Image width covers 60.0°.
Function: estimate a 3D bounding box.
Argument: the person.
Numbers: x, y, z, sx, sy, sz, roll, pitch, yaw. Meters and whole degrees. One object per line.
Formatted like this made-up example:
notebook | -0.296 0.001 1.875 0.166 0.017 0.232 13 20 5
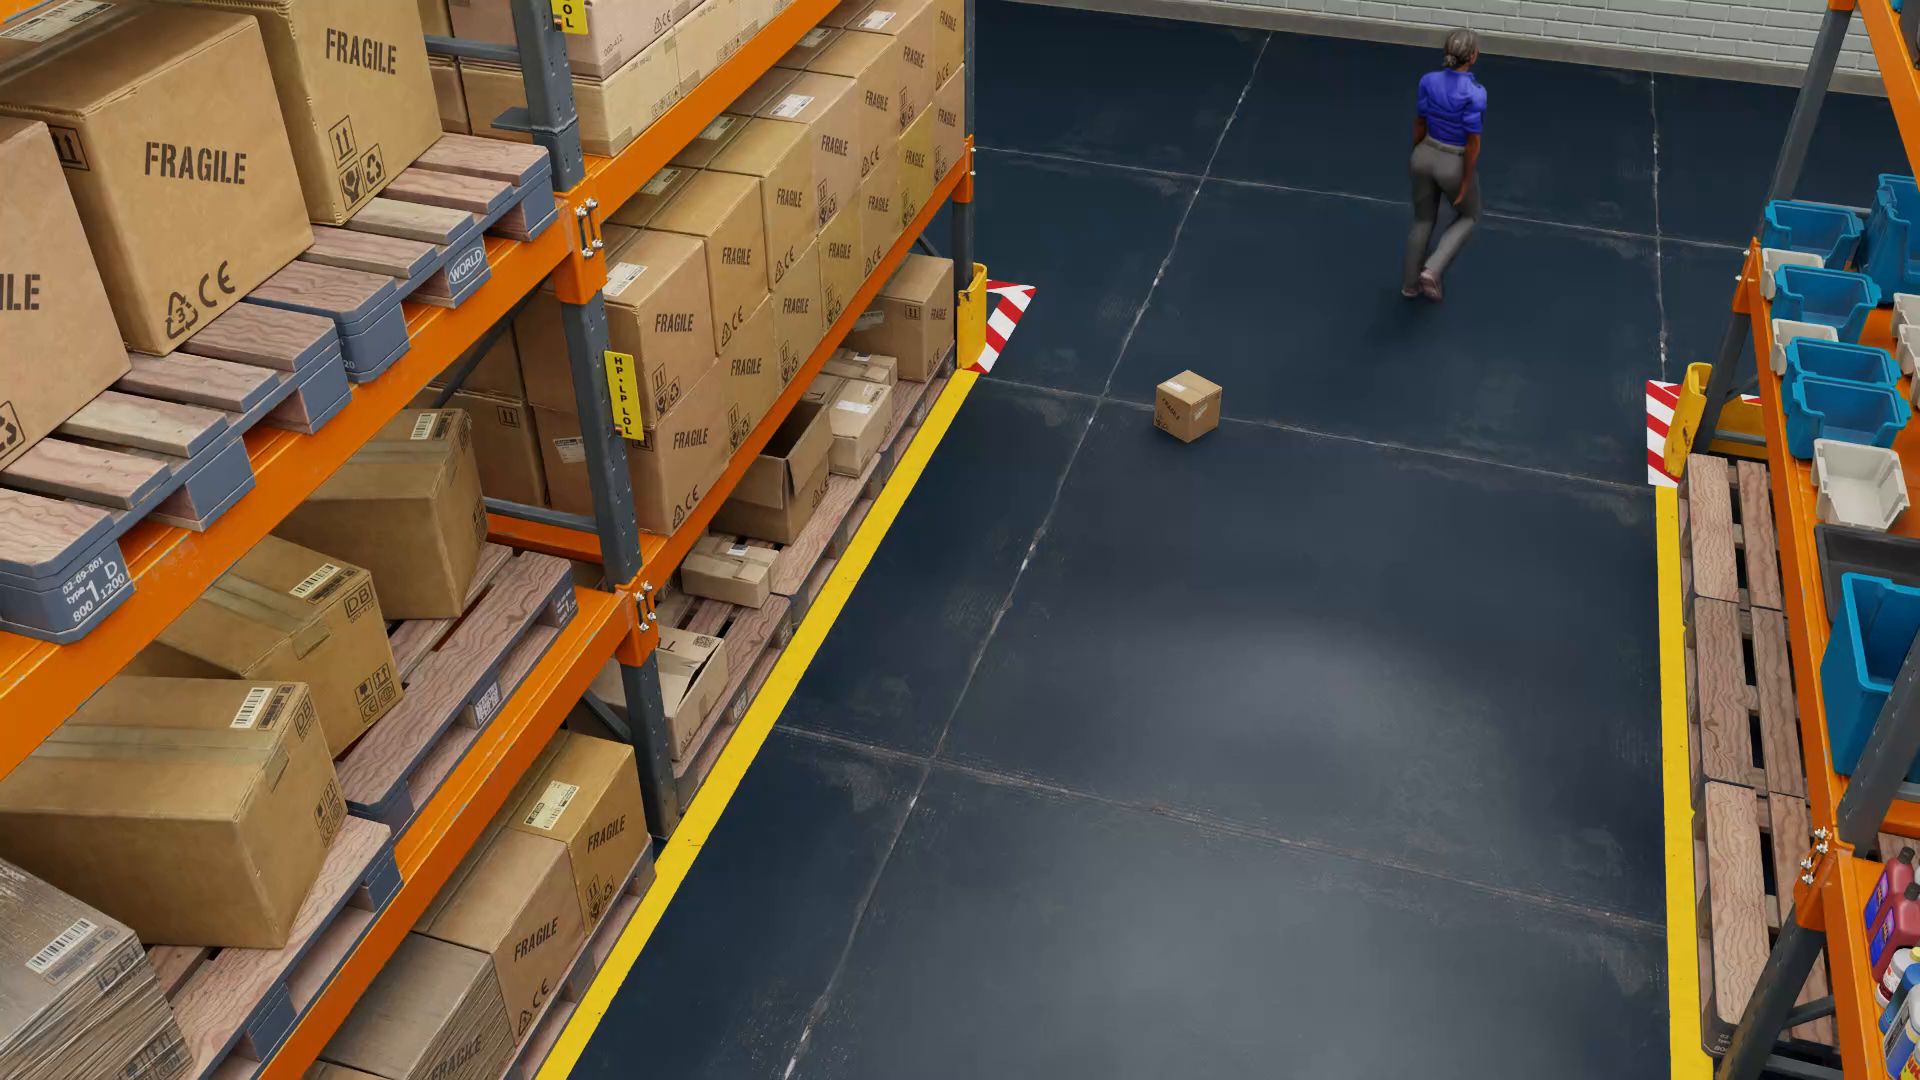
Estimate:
person | 2.840 -2.184 9.728 0.452 1.651 0.445 29 46 33
